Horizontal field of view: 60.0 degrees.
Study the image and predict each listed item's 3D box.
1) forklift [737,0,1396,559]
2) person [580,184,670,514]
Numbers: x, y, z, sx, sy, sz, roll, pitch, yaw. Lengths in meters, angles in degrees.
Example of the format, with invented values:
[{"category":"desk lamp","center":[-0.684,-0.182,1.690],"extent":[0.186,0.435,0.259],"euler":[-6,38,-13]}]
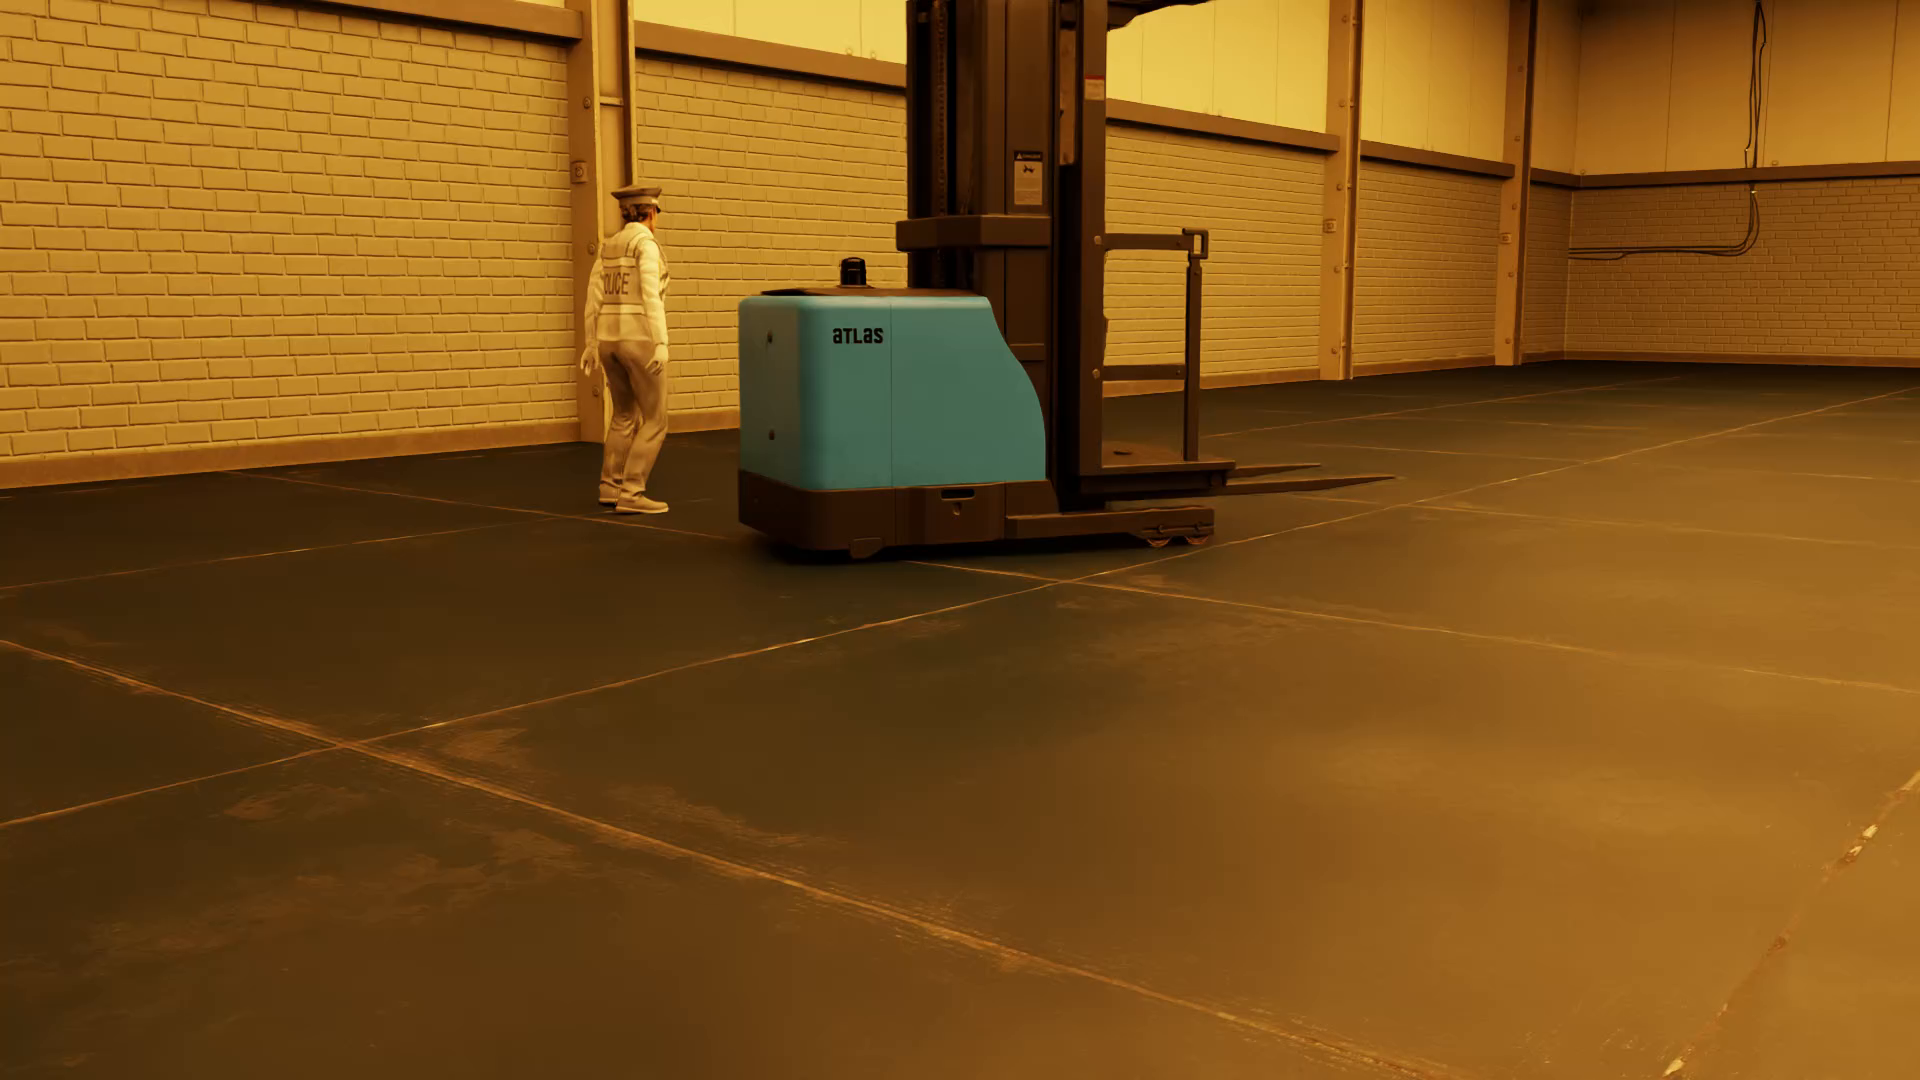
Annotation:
[{"category":"forklift","center":[0.567,-1.490,7.462],"extent":[3.031,2.935,1.130],"euler":[-4,9,-24]},{"category":"person","center":[-1.651,-0.958,8.364],"extent":[0.792,1.634,0.396],"euler":[8,12,44]}]
